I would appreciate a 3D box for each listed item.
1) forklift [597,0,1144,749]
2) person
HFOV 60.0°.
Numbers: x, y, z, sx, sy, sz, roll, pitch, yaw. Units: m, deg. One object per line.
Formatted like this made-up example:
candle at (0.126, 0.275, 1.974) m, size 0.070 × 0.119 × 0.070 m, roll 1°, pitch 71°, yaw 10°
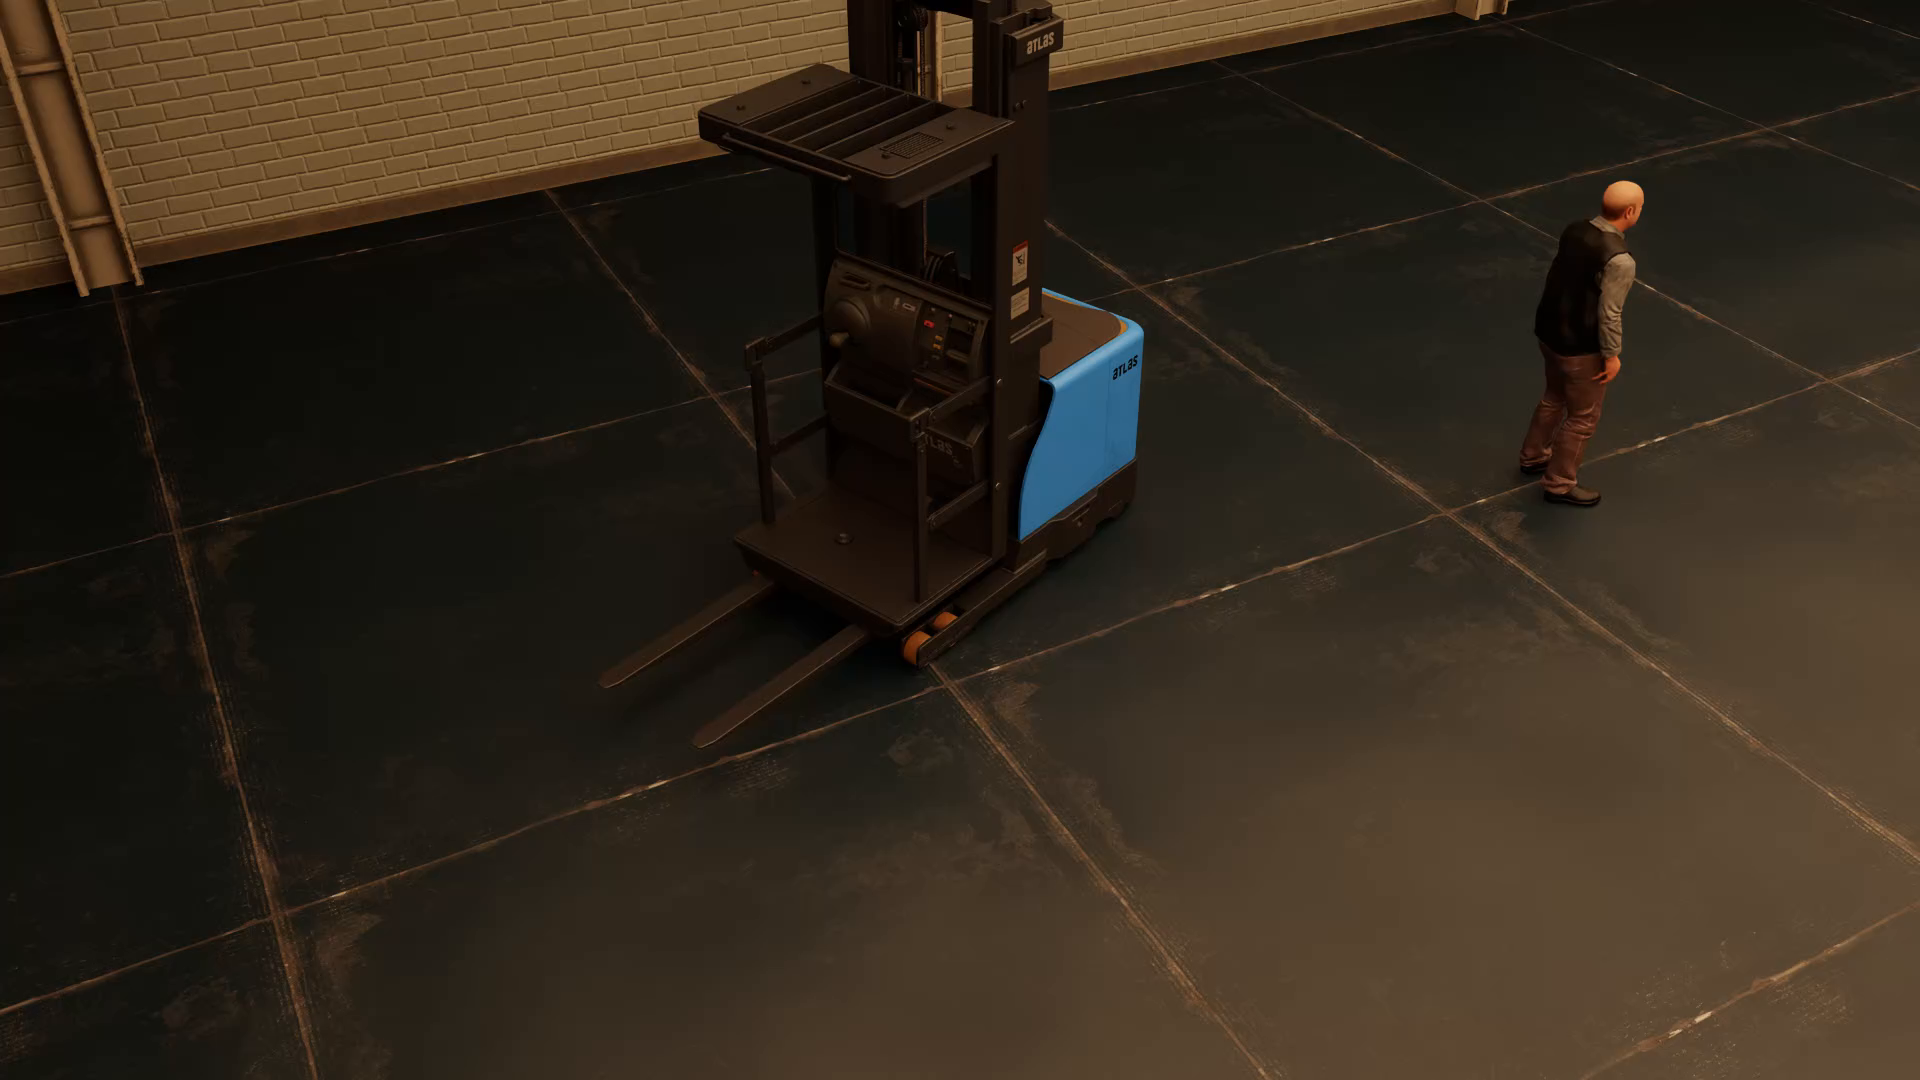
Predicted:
forklift at (-0.390, -0.927, 7.434) m, size 1.130 × 2.935 × 3.031 m, roll 26°, pitch 43°, yaw 31°
person at (3.207, -1.033, 8.636) m, size 0.424 × 1.719 × 0.594 m, roll -7°, pitch 36°, yaw -10°
